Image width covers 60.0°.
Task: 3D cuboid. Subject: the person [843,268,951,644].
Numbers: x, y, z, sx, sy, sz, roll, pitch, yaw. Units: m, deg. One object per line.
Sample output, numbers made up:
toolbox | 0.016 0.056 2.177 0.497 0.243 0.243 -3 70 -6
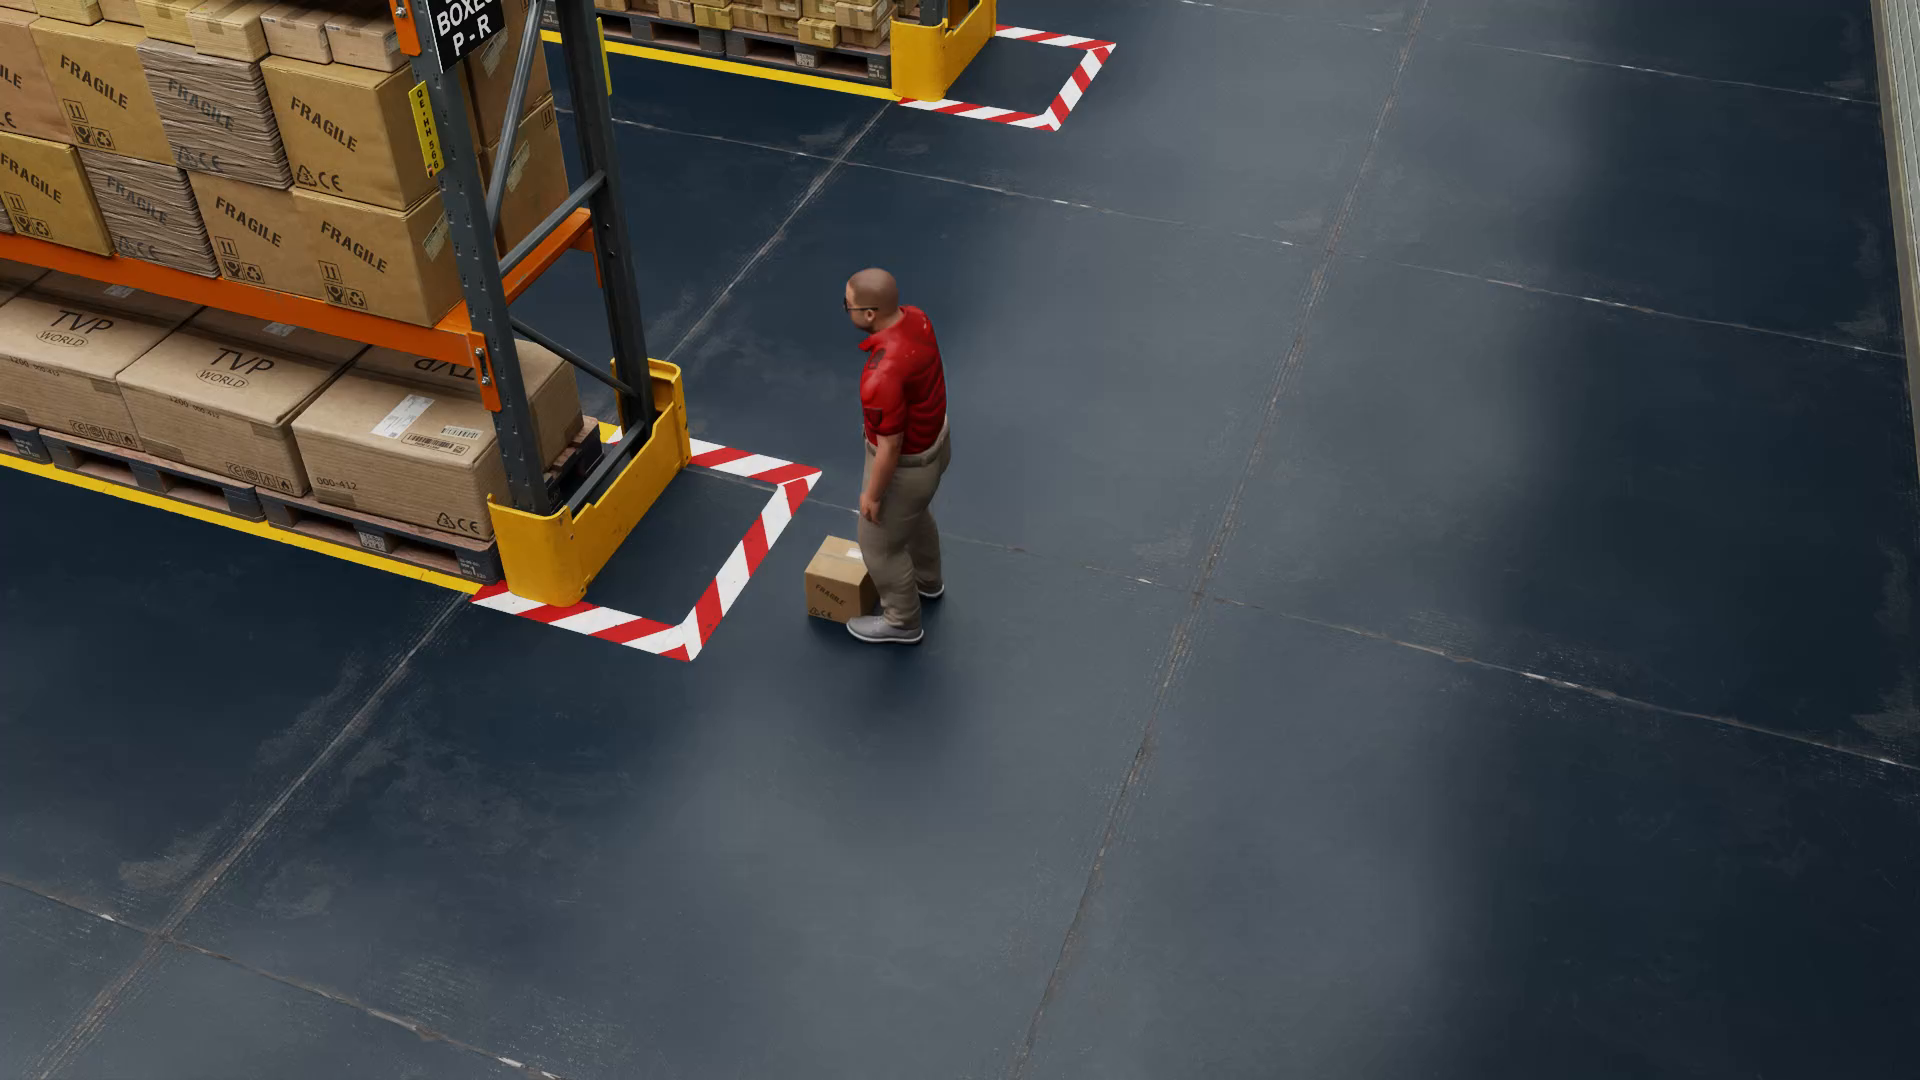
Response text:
person | -0.250 -0.323 6.539 0.393 1.726 0.601 11 42 12
